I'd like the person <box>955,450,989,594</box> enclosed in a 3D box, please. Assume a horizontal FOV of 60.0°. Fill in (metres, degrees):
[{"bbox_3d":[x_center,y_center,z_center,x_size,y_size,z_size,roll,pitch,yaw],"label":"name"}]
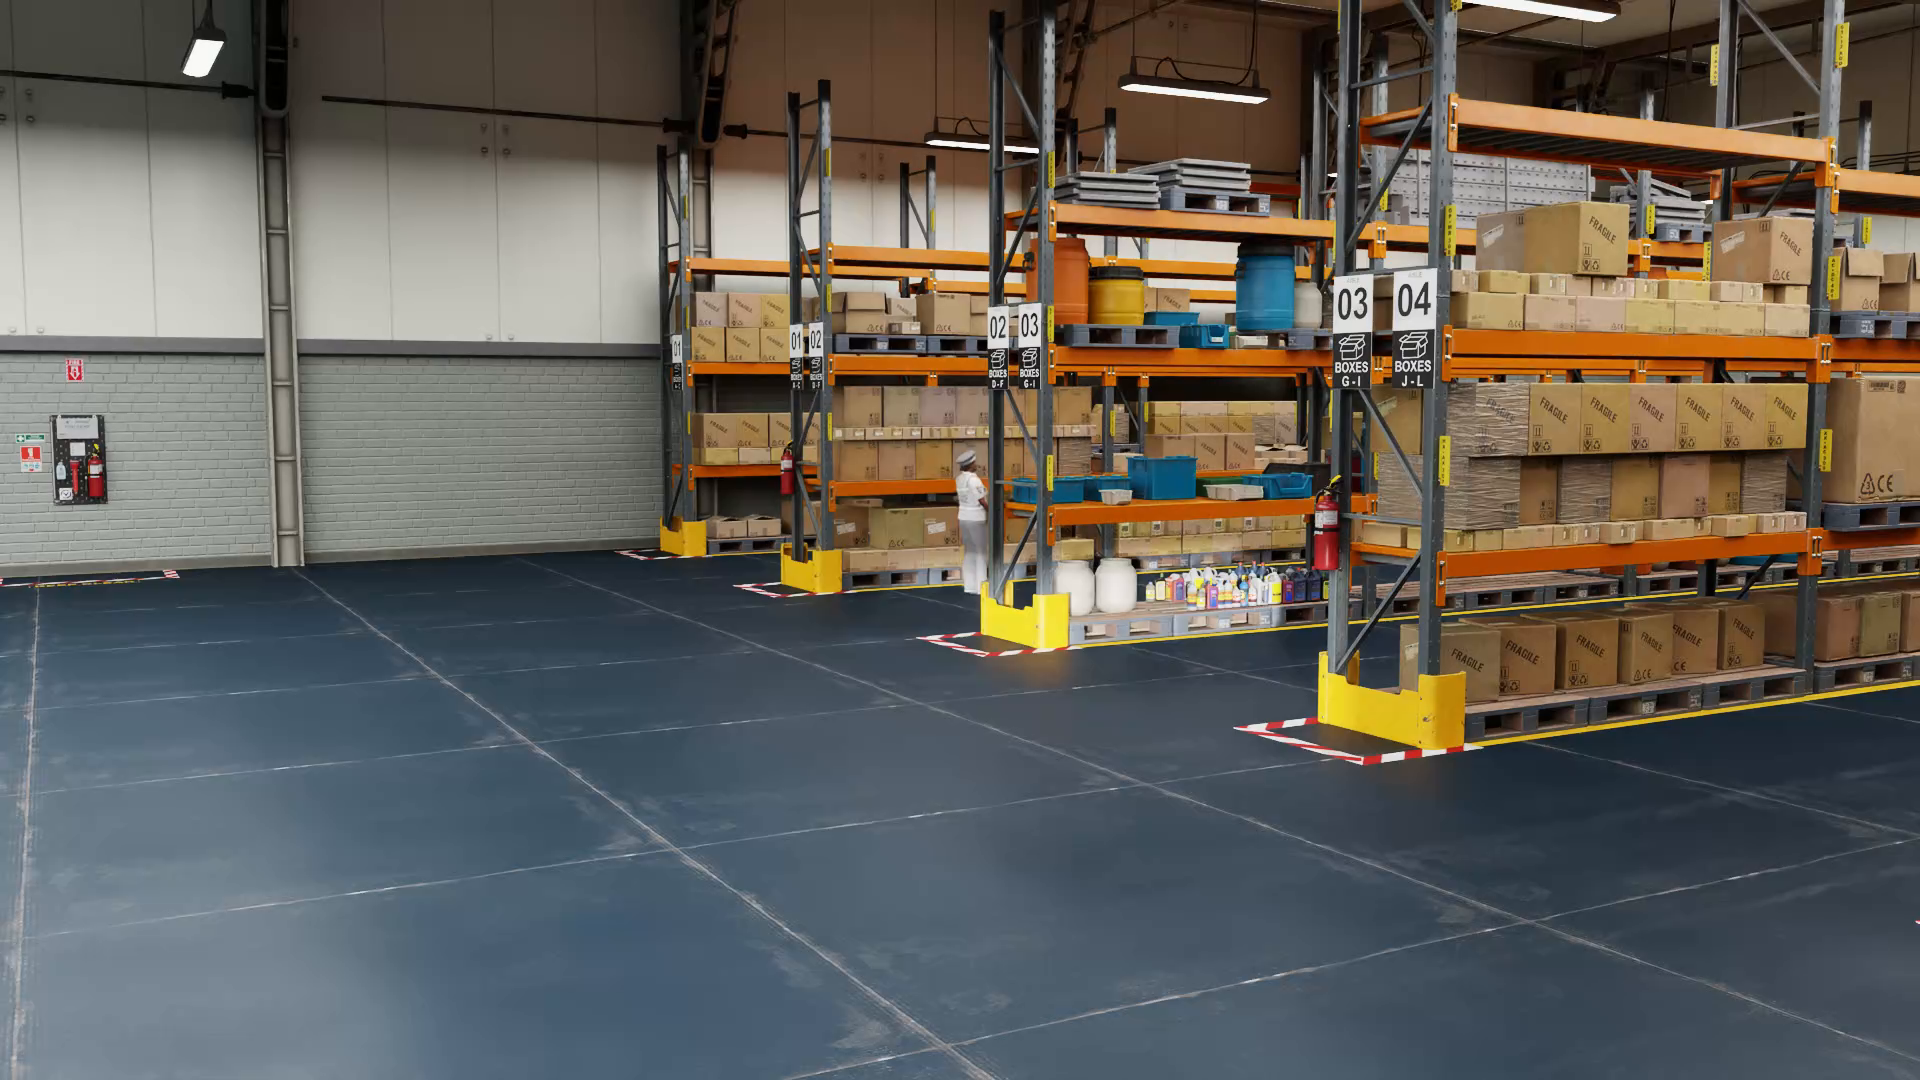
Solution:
[{"bbox_3d":[0.202,-0.211,19.653,0.511,1.697,0.488,-3,6,-29],"label":"person"}]
